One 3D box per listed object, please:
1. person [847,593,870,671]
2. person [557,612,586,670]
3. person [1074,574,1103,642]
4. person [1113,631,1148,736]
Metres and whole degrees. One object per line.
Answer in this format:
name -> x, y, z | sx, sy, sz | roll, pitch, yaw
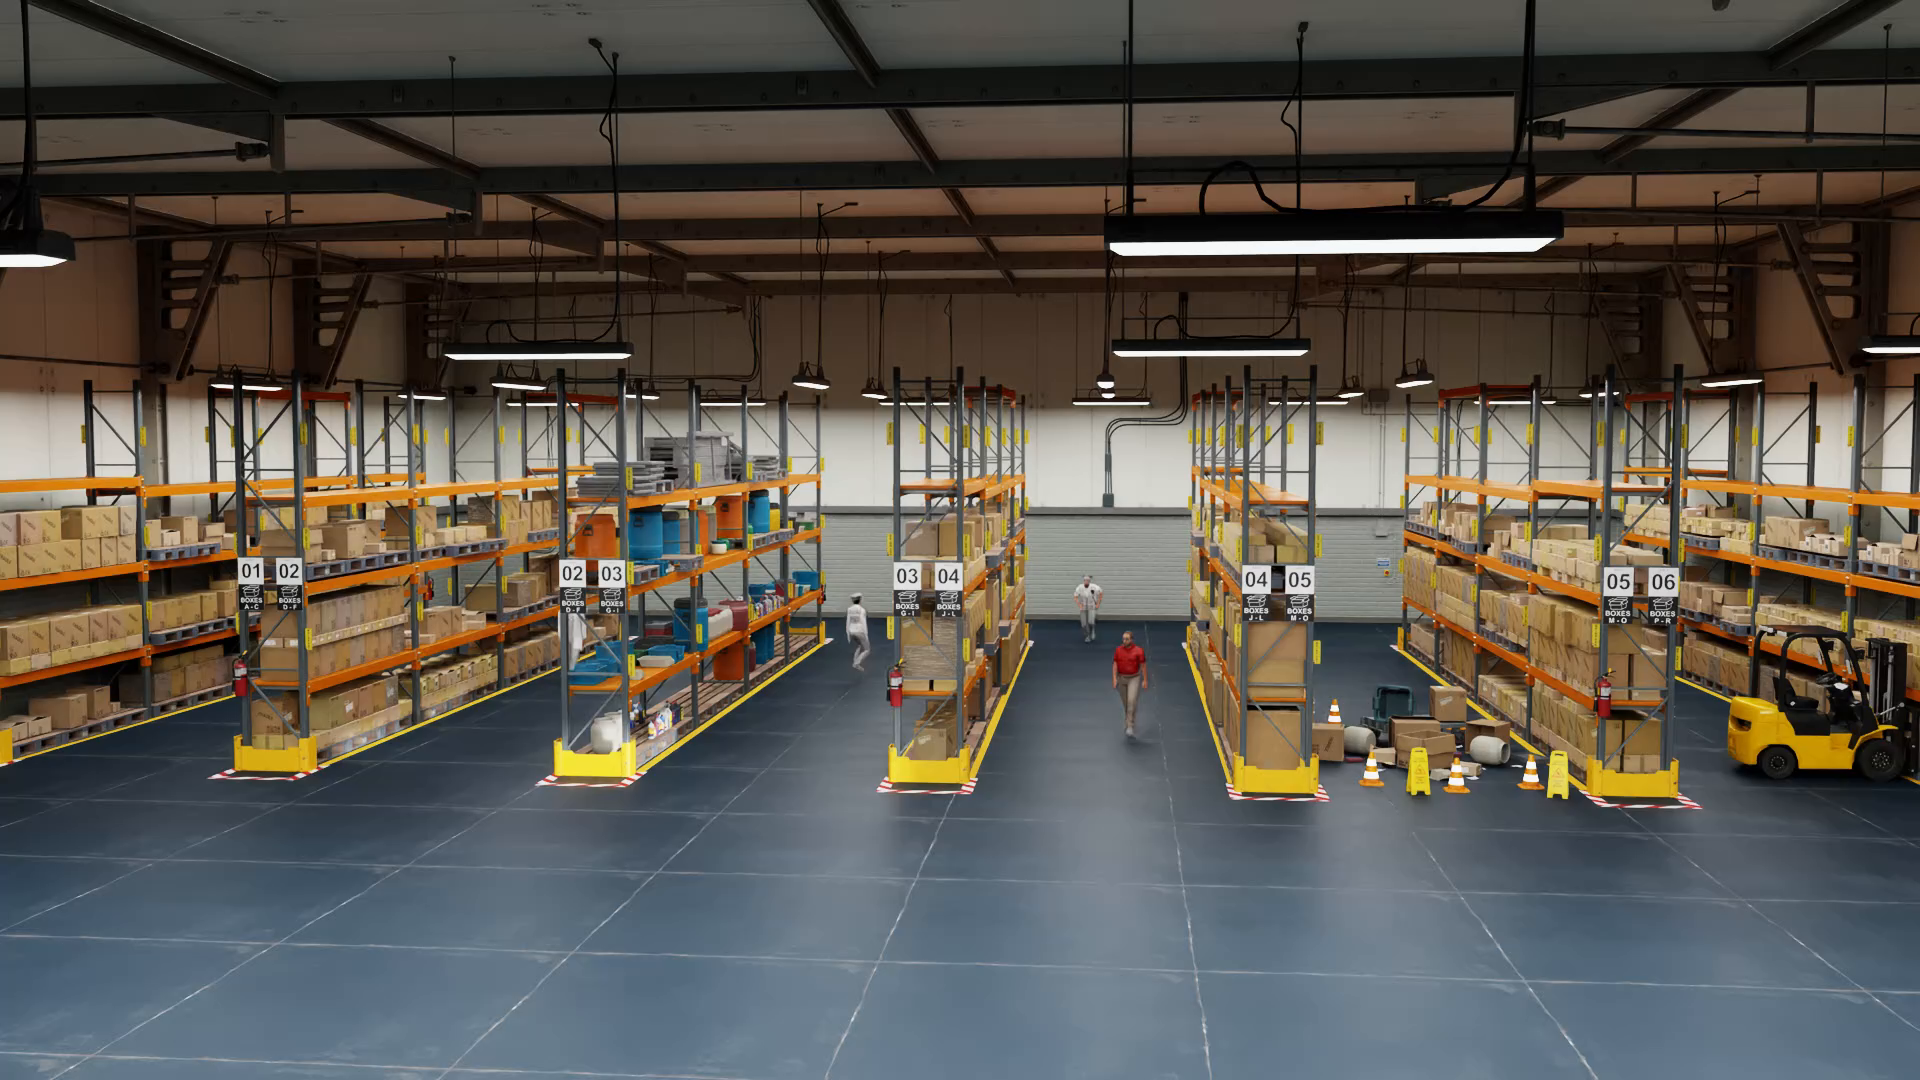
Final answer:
person -> -2.081, 1.875, 34.053 | 0.515, 1.573, 0.556 | 3, 4, 36
person -> -7.909, 2.028, 33.759 | 0.548, 1.730, 1.016 | 0, 4, -4
person -> 3.134, 1.653, 40.475 | 0.695, 1.681, 0.728 | 1, 4, 14
person -> 2.821, 2.388, 28.066 | 0.589, 1.691, 0.878 | 2, 4, 33
